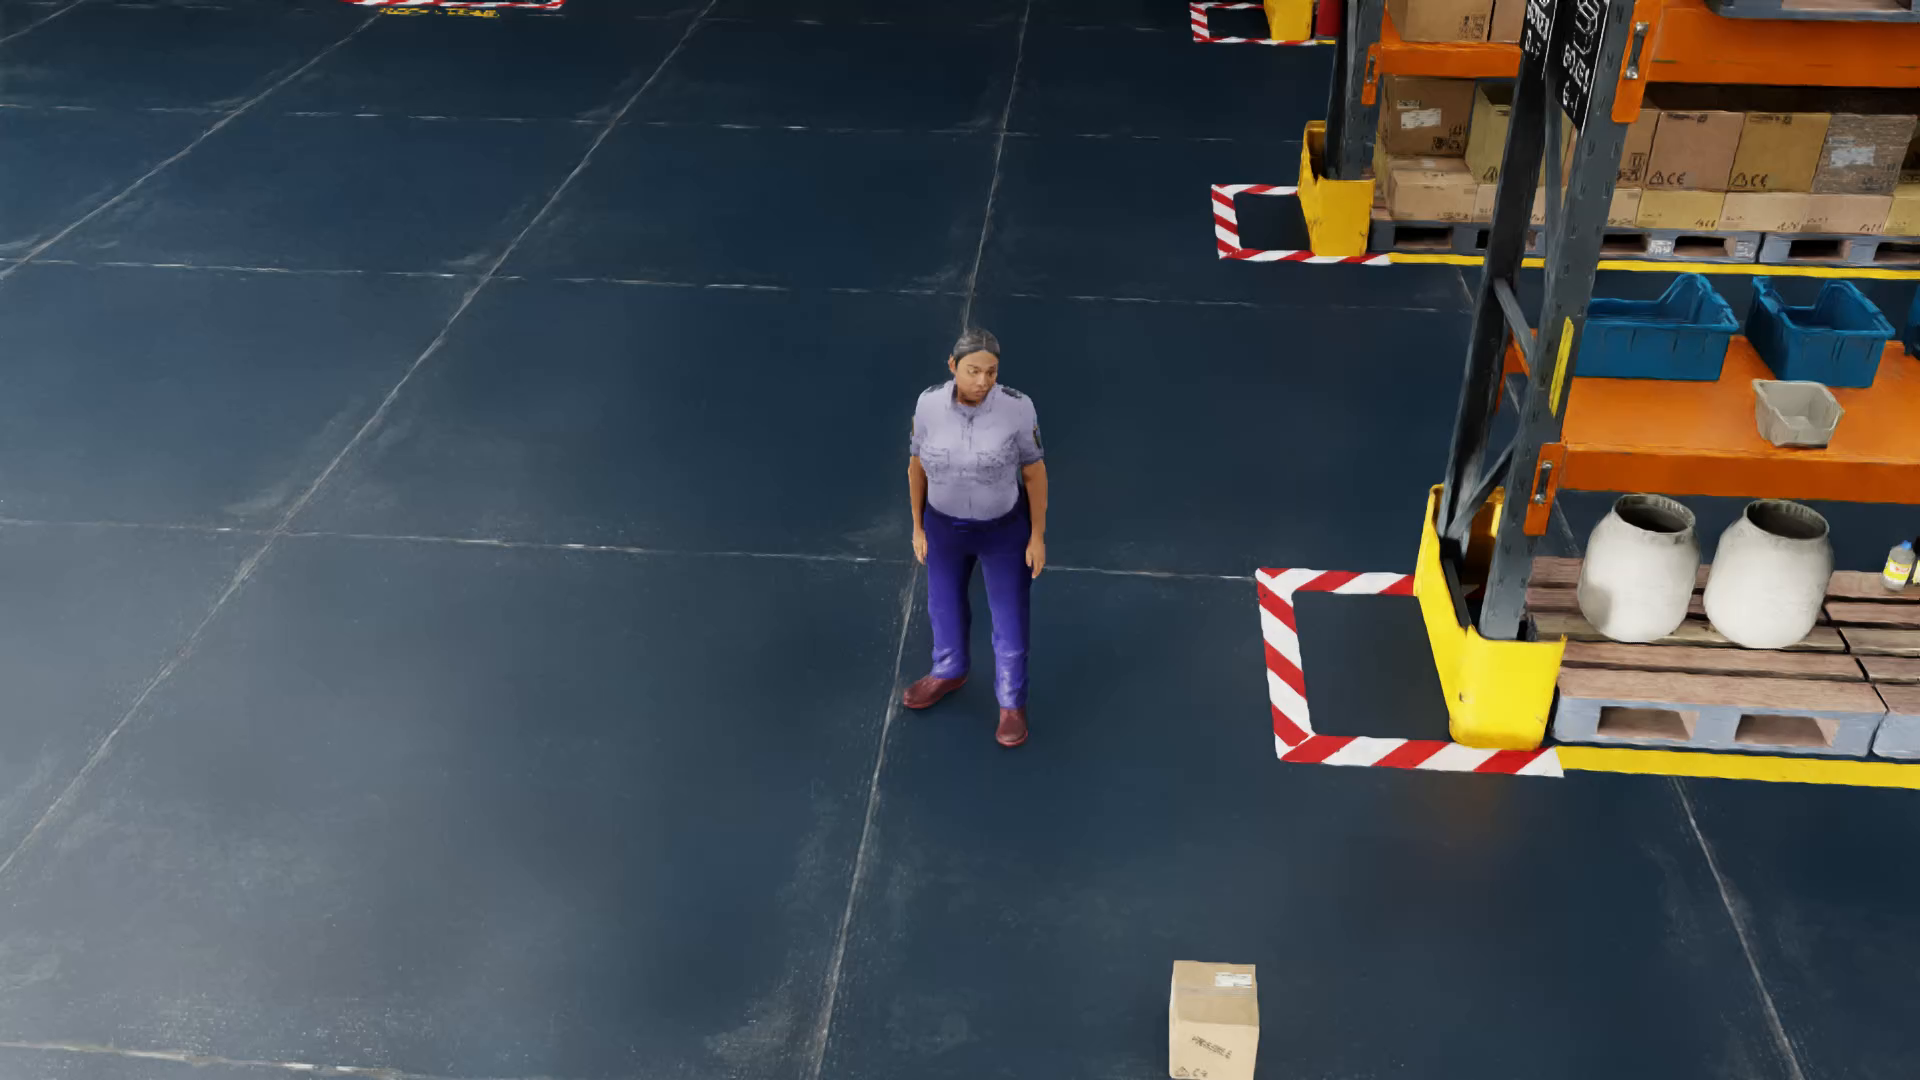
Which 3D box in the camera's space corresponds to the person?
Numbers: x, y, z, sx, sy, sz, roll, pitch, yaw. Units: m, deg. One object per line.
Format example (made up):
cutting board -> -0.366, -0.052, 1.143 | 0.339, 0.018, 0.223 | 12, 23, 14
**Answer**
person -> 0.044, -0.018, 6.147 | 0.566, 1.641, 0.404 | 9, 33, 14
